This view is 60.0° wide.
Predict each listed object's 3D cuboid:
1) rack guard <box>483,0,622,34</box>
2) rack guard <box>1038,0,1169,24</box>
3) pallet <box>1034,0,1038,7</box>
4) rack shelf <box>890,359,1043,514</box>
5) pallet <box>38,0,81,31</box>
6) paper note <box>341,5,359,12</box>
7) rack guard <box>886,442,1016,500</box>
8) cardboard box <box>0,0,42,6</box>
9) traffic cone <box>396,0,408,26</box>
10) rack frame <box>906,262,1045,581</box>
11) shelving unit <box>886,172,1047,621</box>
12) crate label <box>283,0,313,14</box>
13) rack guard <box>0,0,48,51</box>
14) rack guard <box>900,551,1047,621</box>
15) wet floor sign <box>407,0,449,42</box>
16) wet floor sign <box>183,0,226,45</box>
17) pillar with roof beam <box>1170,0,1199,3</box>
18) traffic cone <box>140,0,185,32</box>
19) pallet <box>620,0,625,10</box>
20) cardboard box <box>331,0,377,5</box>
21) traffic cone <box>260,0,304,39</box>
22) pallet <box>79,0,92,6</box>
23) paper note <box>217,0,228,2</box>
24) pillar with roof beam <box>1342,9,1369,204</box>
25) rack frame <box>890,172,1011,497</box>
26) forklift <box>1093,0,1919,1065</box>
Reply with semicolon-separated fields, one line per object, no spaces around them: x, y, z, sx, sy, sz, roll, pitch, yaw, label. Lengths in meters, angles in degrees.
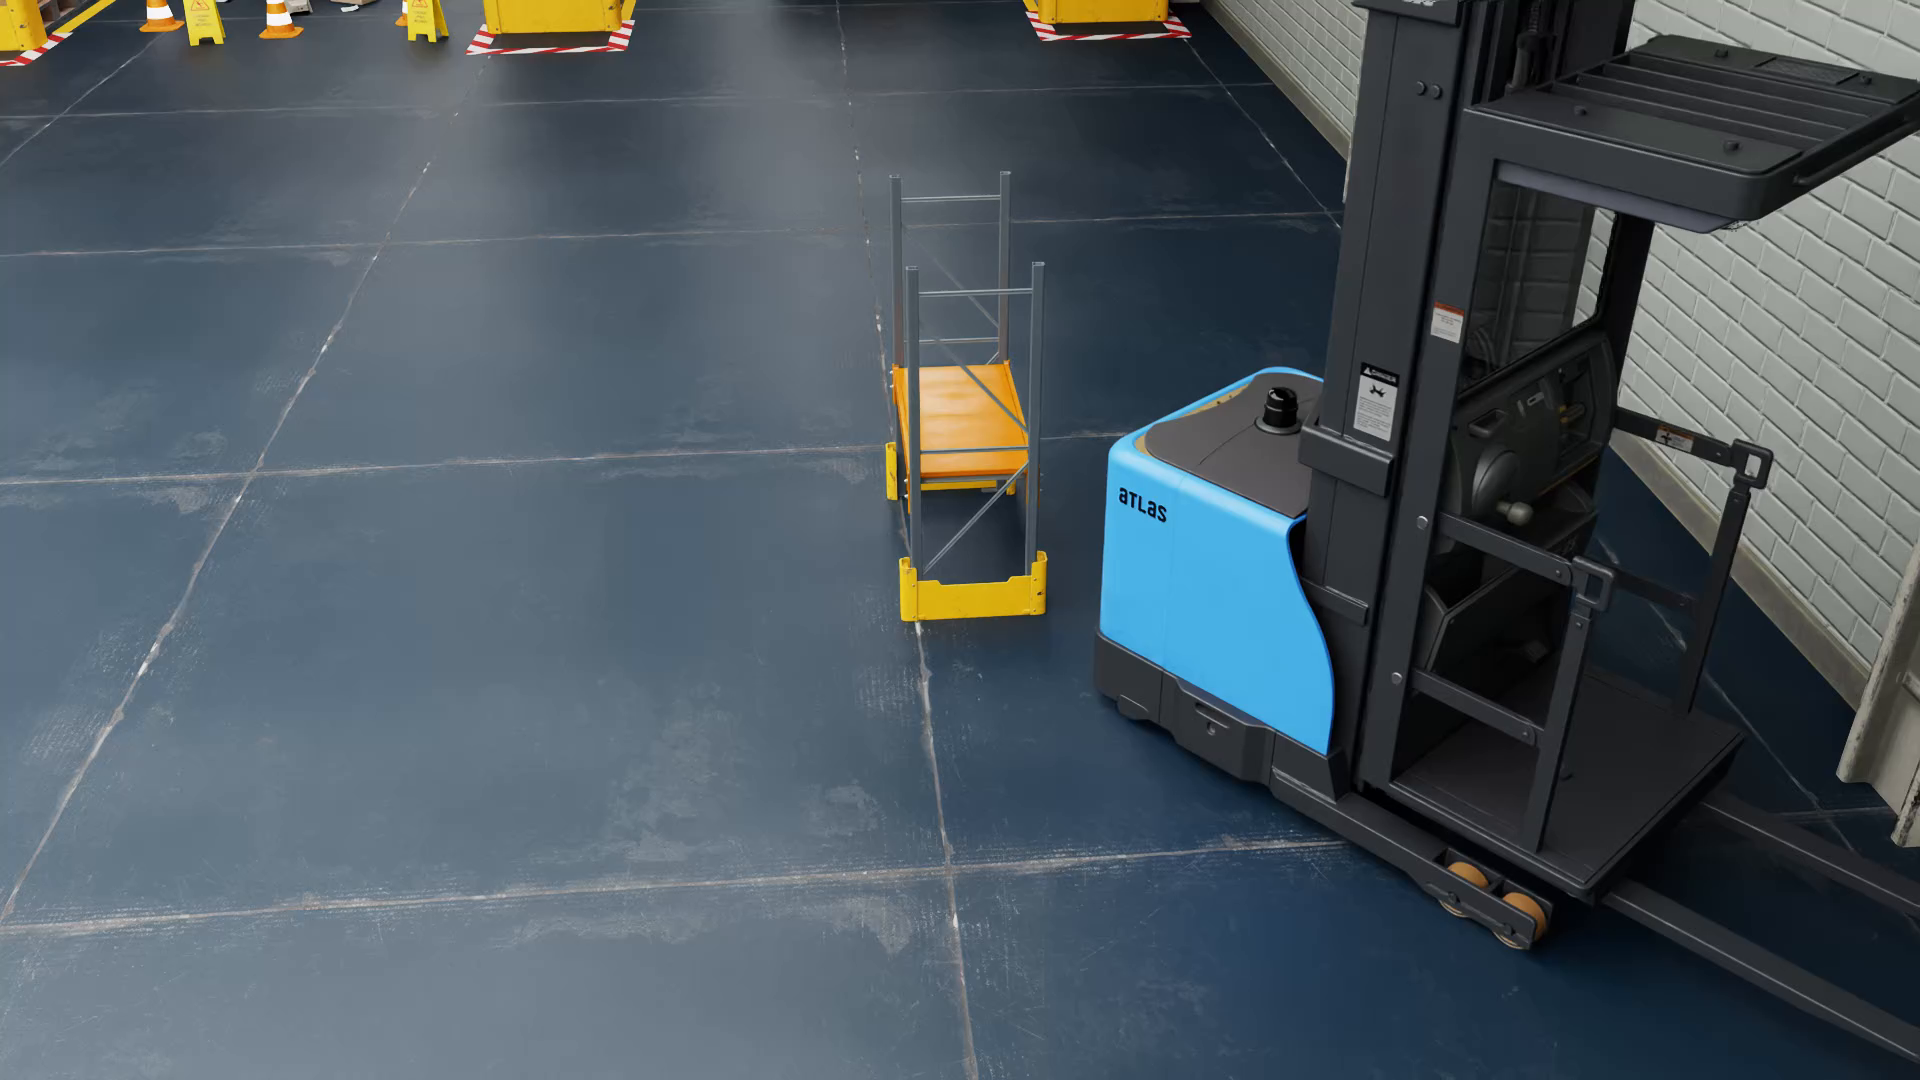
-3.640;-4.827;14.843;1.175;0.500;0.348;-3;31;-5;rack guard
1.311;-5.015;15.159;1.175;0.500;0.348;-3;31;-5;rack guard
1.195;-5.292;15.904;1.003;0.211;1.213;-3;31;-5;pallet
0.008;-0.446;6.885;0.538;0.185;1.000;-3;31;-5;rack shelf
-8.705;-4.780;15.046;1.003;0.211;1.213;-3;31;-5;pallet
-5.703;-4.974;15.547;0.148;0.019;0.142;-14;33;-22;paper note
-0.039;-0.323;7.546;0.587;0.250;0.087;-3;31;-5;rack guard
-8.681;-5.184;14.665;0.875;0.875;0.875;-3;31;-4;cardboard box
-4.958;-4.930;15.052;0.336;0.463;0.334;-3;31;-5;traffic cone
0.055;-0.341;6.358;0.500;1.500;0.032;-3;31;-5;rack frame
0.007;-0.605;6.800;0.587;1.500;1.083;-3;31;-5;shelving unit
-6.166;-4.961;15.423;0.250;0.136;0.298;-20;36;-30;crate label
-8.550;-4.487;14.274;1.175;0.500;0.348;-3;31;-5;rack guard
0.054;0.186;6.695;0.587;0.250;0.087;-3;31;-5;rack guard
-4.681;-4.702;14.493;0.267;0.644;0.232;8;32;13;wet floor sign
-6.578;-4.642;14.392;0.267;0.644;0.232;-8;32;-13;wet floor sign
-2.145;-8.869;13.322;9.100;9.000;0.400;-3;31;-5;pillar with roof beam
-7.188;-4.822;14.872;0.336;0.463;0.334;-3;31;-5;traffic cone
-3.681;-5.119;15.615;1.003;0.211;1.213;-3;31;-5;pallet
-5.767;-5.209;15.826;0.380;0.149;0.250;13;33;21;cardboard box
-6.031;-4.703;14.672;0.336;0.463;0.334;-3;31;-5;traffic cone
-8.816;-5.401;16.087;1.003;0.211;1.213;-3;31;-5;pallet
-7.004;-5.158;15.857;0.144;0.017;0.142;8;32;13;paper note
-1.585;-5.805;8.194;9.100;9.000;0.400;-3;31;-5;pillar with roof beam
-0.040;-0.860;7.227;0.500;1.500;0.032;-3;31;-5;rack frame
1.884;-0.298;4.891;1.130;2.935;3.031;-26;40;-37;forklift
